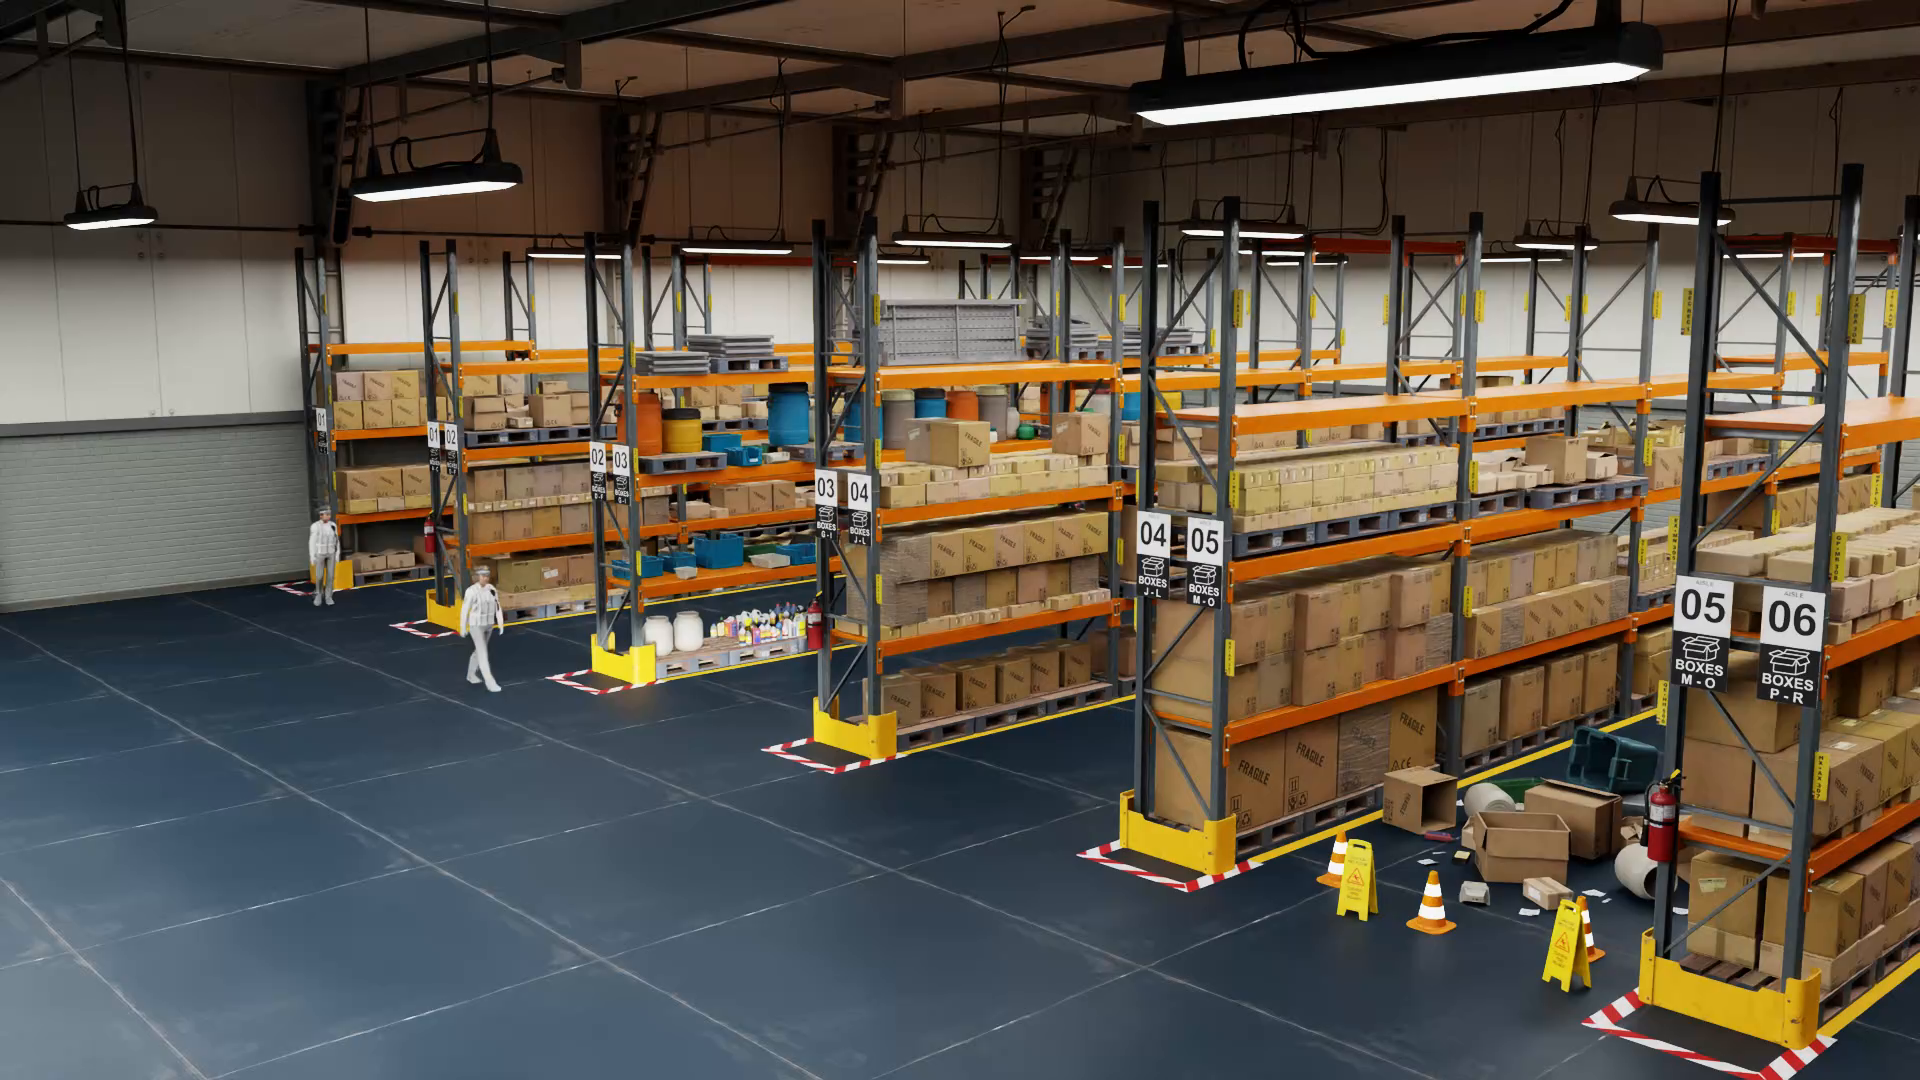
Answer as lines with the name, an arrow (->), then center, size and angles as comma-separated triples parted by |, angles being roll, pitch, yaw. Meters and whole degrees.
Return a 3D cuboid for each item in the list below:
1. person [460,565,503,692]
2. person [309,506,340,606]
person -> -6.268, 1.131, 21.945 | 0.932, 1.626, 0.496 | 6, 10, 34
person -> -10.596, 0.262, 27.768 | 0.510, 1.686, 0.392 | -7, 11, -40
